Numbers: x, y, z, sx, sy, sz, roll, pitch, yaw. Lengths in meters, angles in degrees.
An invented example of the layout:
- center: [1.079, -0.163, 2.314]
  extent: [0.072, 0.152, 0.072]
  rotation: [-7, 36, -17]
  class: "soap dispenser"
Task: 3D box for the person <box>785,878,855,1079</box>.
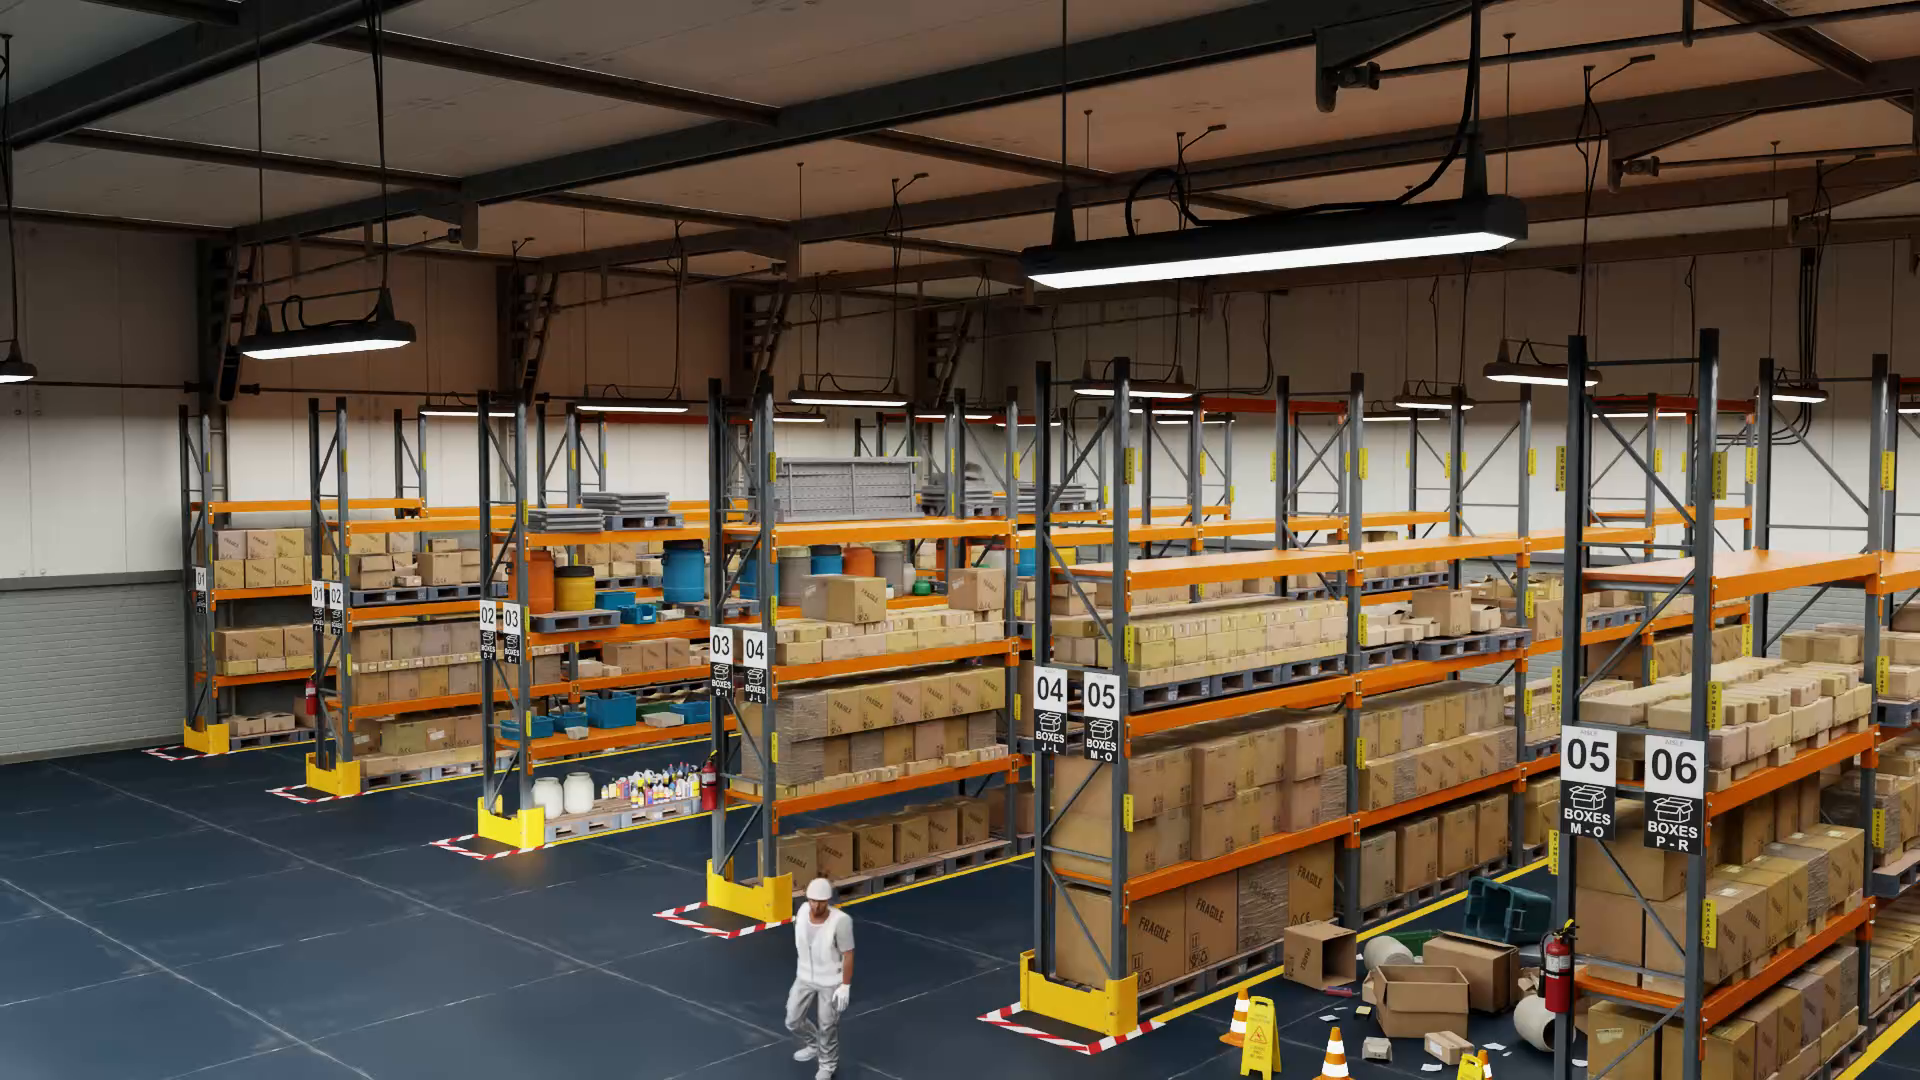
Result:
- center: [-1.140, 3.587, 13.578]
  extent: [0.702, 1.755, 0.602]
  rotation: [1, 3, 25]
  class: "person"
